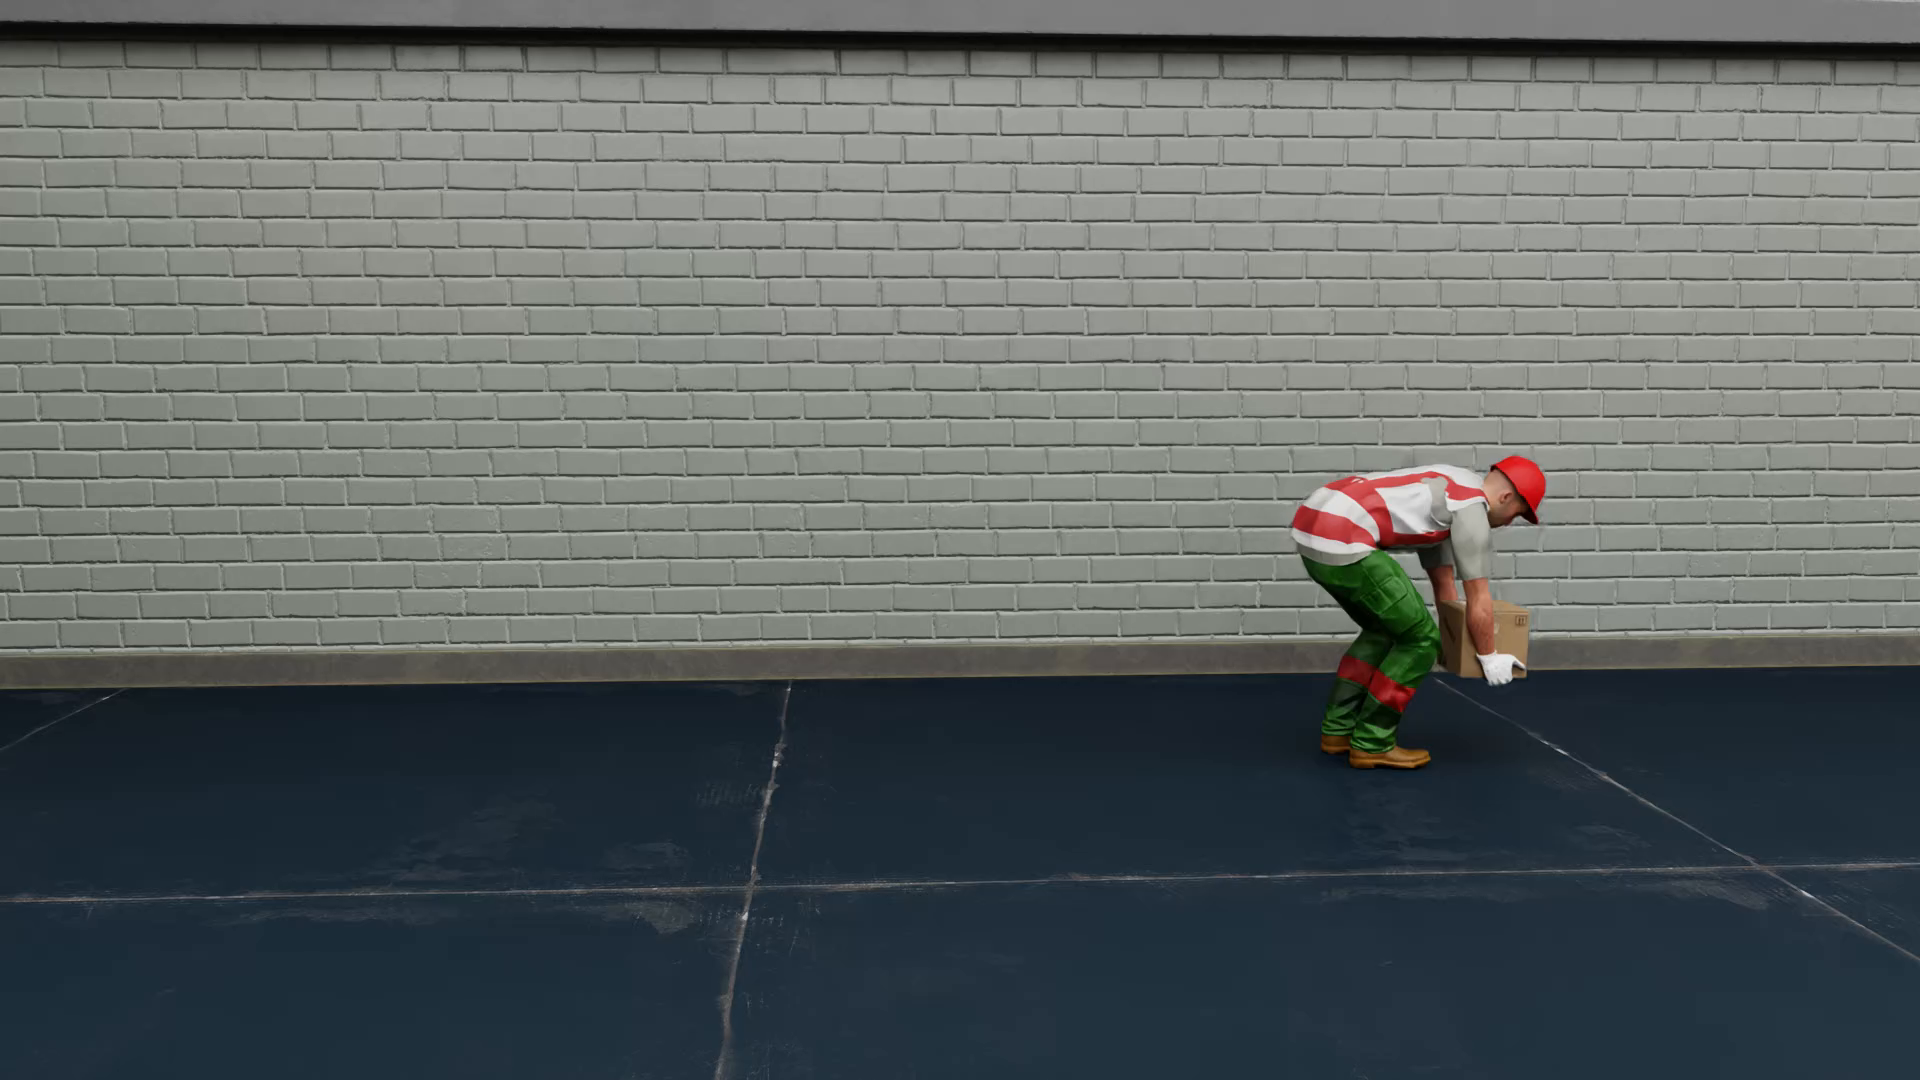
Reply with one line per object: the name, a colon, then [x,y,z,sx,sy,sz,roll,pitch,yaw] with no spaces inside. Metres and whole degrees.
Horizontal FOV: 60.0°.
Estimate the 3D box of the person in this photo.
person: [1.712,0.258,6.216,0.950,1.136,0.517,-1,7,-6]
